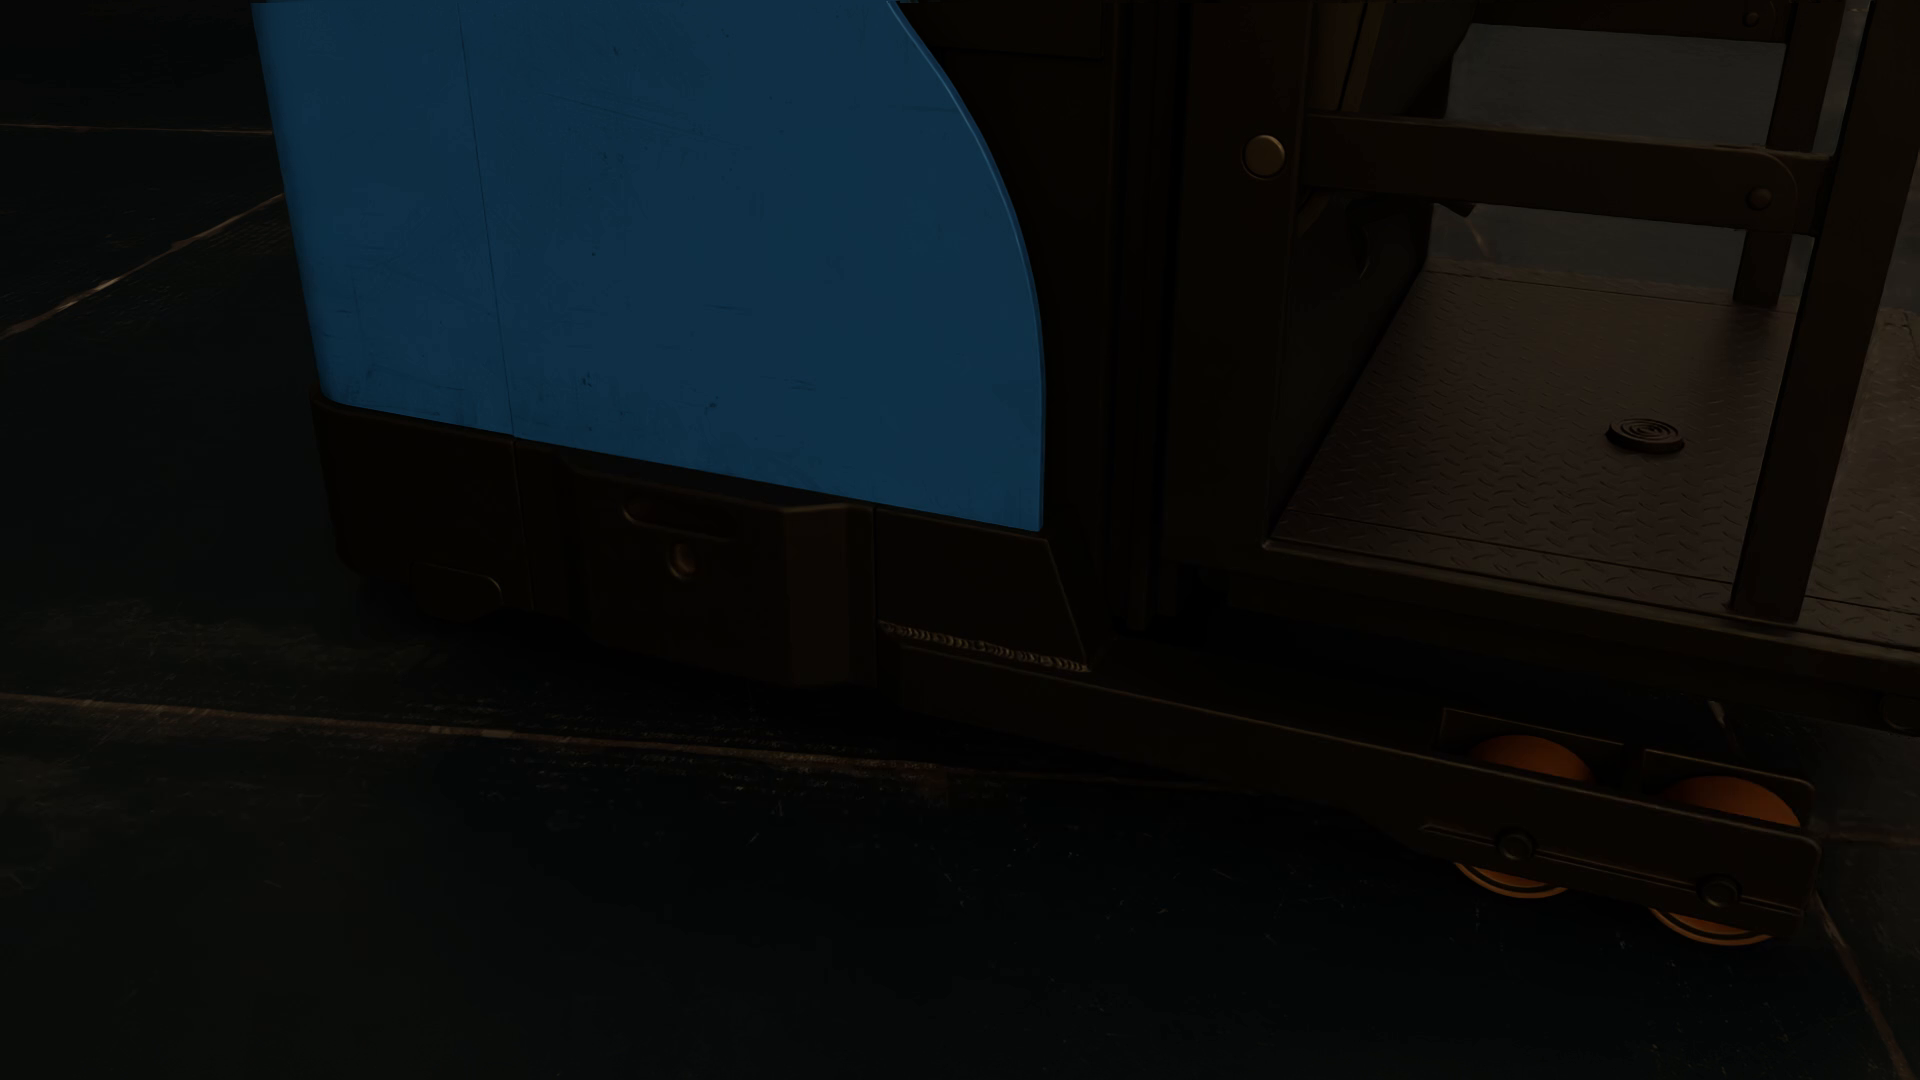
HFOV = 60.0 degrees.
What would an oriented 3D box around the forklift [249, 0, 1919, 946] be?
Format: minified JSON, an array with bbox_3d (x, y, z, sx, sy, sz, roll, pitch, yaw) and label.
[{"bbox_3d":[0.701,-1.173,1.567,3.031,2.935,1.130,11,28,20],"label":"forklift"}]
